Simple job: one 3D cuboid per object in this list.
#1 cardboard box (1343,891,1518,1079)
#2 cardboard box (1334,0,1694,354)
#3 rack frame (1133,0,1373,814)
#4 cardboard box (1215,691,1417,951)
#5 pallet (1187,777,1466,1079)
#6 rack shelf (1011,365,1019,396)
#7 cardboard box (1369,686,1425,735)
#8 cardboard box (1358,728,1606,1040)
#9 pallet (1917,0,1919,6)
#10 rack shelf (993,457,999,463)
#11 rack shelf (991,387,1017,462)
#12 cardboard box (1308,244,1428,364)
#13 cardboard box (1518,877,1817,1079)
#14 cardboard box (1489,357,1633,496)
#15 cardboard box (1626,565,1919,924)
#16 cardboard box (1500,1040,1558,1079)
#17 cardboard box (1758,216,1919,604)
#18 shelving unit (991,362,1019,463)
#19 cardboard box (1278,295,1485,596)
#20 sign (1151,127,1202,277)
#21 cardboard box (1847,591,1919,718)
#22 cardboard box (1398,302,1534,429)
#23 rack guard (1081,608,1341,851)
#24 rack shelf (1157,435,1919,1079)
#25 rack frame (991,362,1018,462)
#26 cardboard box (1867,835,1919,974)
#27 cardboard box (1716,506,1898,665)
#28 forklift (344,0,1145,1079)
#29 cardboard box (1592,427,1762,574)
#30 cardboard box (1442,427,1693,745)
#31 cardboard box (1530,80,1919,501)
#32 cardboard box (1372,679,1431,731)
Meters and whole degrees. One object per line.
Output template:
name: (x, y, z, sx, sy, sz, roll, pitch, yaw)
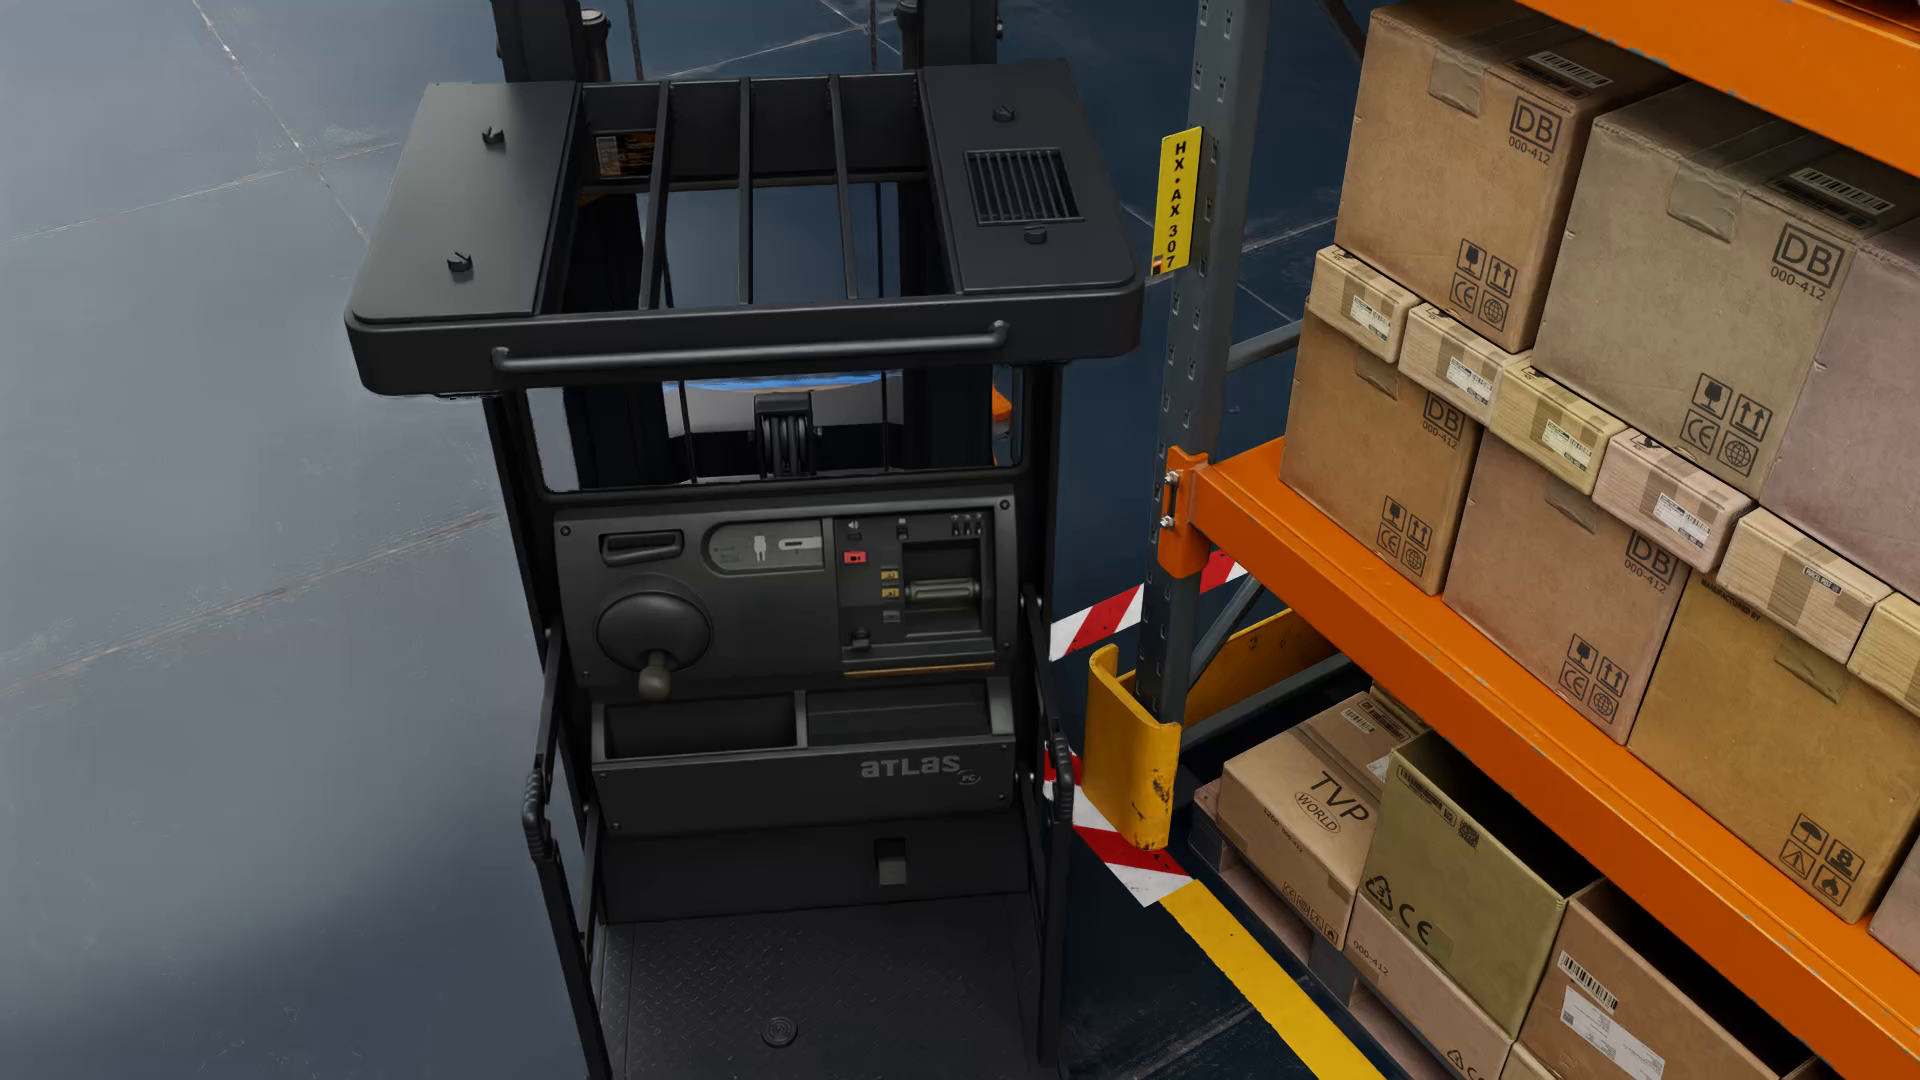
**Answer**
cardboard box: (1.301, 0.991, 4.037, 0.500, 0.250, 0.500, -22, 45, -24)
cardboard box: (1.197, -0.790, 3.264, 0.700, 0.500, 0.500, -22, 45, -24)
rack frame: (0.929, -0.539, 4.053, 1.000, 3.000, 0.127, -22, 45, -24)
cardboard box: (1.029, 0.723, 4.360, 0.500, 0.250, 0.500, -22, 45, -24)
pallet: (1.375, 0.931, 4.468, 1.003, 0.211, 1.213, -22, 45, -24)
rack shelf: (0.029, -0.584, 5.204, 0.215, 0.259, 0.240, -22, 45, -24)
cardboard box: (1.466, 0.544, 4.574, 0.500, 0.250, 0.500, -22, 45, -24)
cardboard box: (1.300, 0.704, 3.796, 0.500, 0.500, 0.500, -22, 45, -24)
pallet: (1.947, -0.607, 1.861, 1.003, 0.211, 1.213, -22, 45, -24)
rack shelf: (0.029, -0.153, 5.564, 0.215, 0.259, 0.240, -22, 45, -24)
rack shelf: (0.029, -0.366, 5.386, 0.215, 0.259, 0.240, -22, 45, -24)
cardboard box: (0.958, -0.540, 3.470, 0.380, 0.149, 0.250, -23, 45, -25)
cardboard box: (1.579, 0.969, 3.478, 0.500, 0.500, 0.500, -22, 45, -24)
cardboard box: (1.235, -0.264, 3.138, 0.380, 0.149, 0.250, -22, 45, -24)
cardboard box: (1.717, 0.231, 3.051, 0.700, 0.500, 0.500, -22, 45, -24)
cardboard box: (1.570, 1.261, 3.713, 0.500, 0.250, 0.500, -22, 45, -24)
cardboard box: (1.756, -0.237, 2.599, 0.700, 0.500, 0.500, -22, 45, -24)
shelving unit: (0.029, -0.374, 5.379, 0.215, 1.050, 0.252, -22, 45, -24)
cardboard box: (1.169, -0.321, 3.713, 0.700, 0.500, 0.500, -22, 45, -24)
sign: (0.457, -0.714, 3.525, 0.100, 0.325, 0.005, -22, 45, -24)
cardboard box: (1.652, 0.154, 2.637, 0.380, 0.149, 0.250, -23, 45, -25)
cardboard box: (1.102, -0.399, 3.300, 0.380, 0.149, 0.250, -23, 45, -25)
rack guard: (0.916, 0.409, 4.869, 1.175, 0.500, 0.348, -22, 45, -24)
rack shelf: (2.004, 0.817, 2.988, 1.077, 0.370, 4.000, -22, 45, -24)
rack frame: (0.094, -0.309, 5.300, 0.200, 1.050, 0.008, -22, 45, -24)
cardboard box: (2.004, 0.514, 2.712, 0.700, 0.500, 0.500, -21, 44, -23)
cardboard box: (1.514, 0.016, 2.802, 0.380, 0.149, 0.250, -24, 45, -26)
forklift: (-0.323, 0.187, 3.236, 1.130, 2.935, 3.031, -4, 40, -4)
cardboard box: (1.369, -0.127, 2.974, 0.380, 0.149, 0.250, -23, 45, -25)
cardboard box: (1.455, -0.039, 3.375, 0.700, 0.500, 0.500, -21, 44, -23)
cardboard box: (1.485, -0.508, 2.925, 0.700, 0.500, 0.500, -23, 45, -25)
cardboard box: (1.468, 0.255, 4.334, 0.500, 0.500, 0.500, -22, 45, -24)
